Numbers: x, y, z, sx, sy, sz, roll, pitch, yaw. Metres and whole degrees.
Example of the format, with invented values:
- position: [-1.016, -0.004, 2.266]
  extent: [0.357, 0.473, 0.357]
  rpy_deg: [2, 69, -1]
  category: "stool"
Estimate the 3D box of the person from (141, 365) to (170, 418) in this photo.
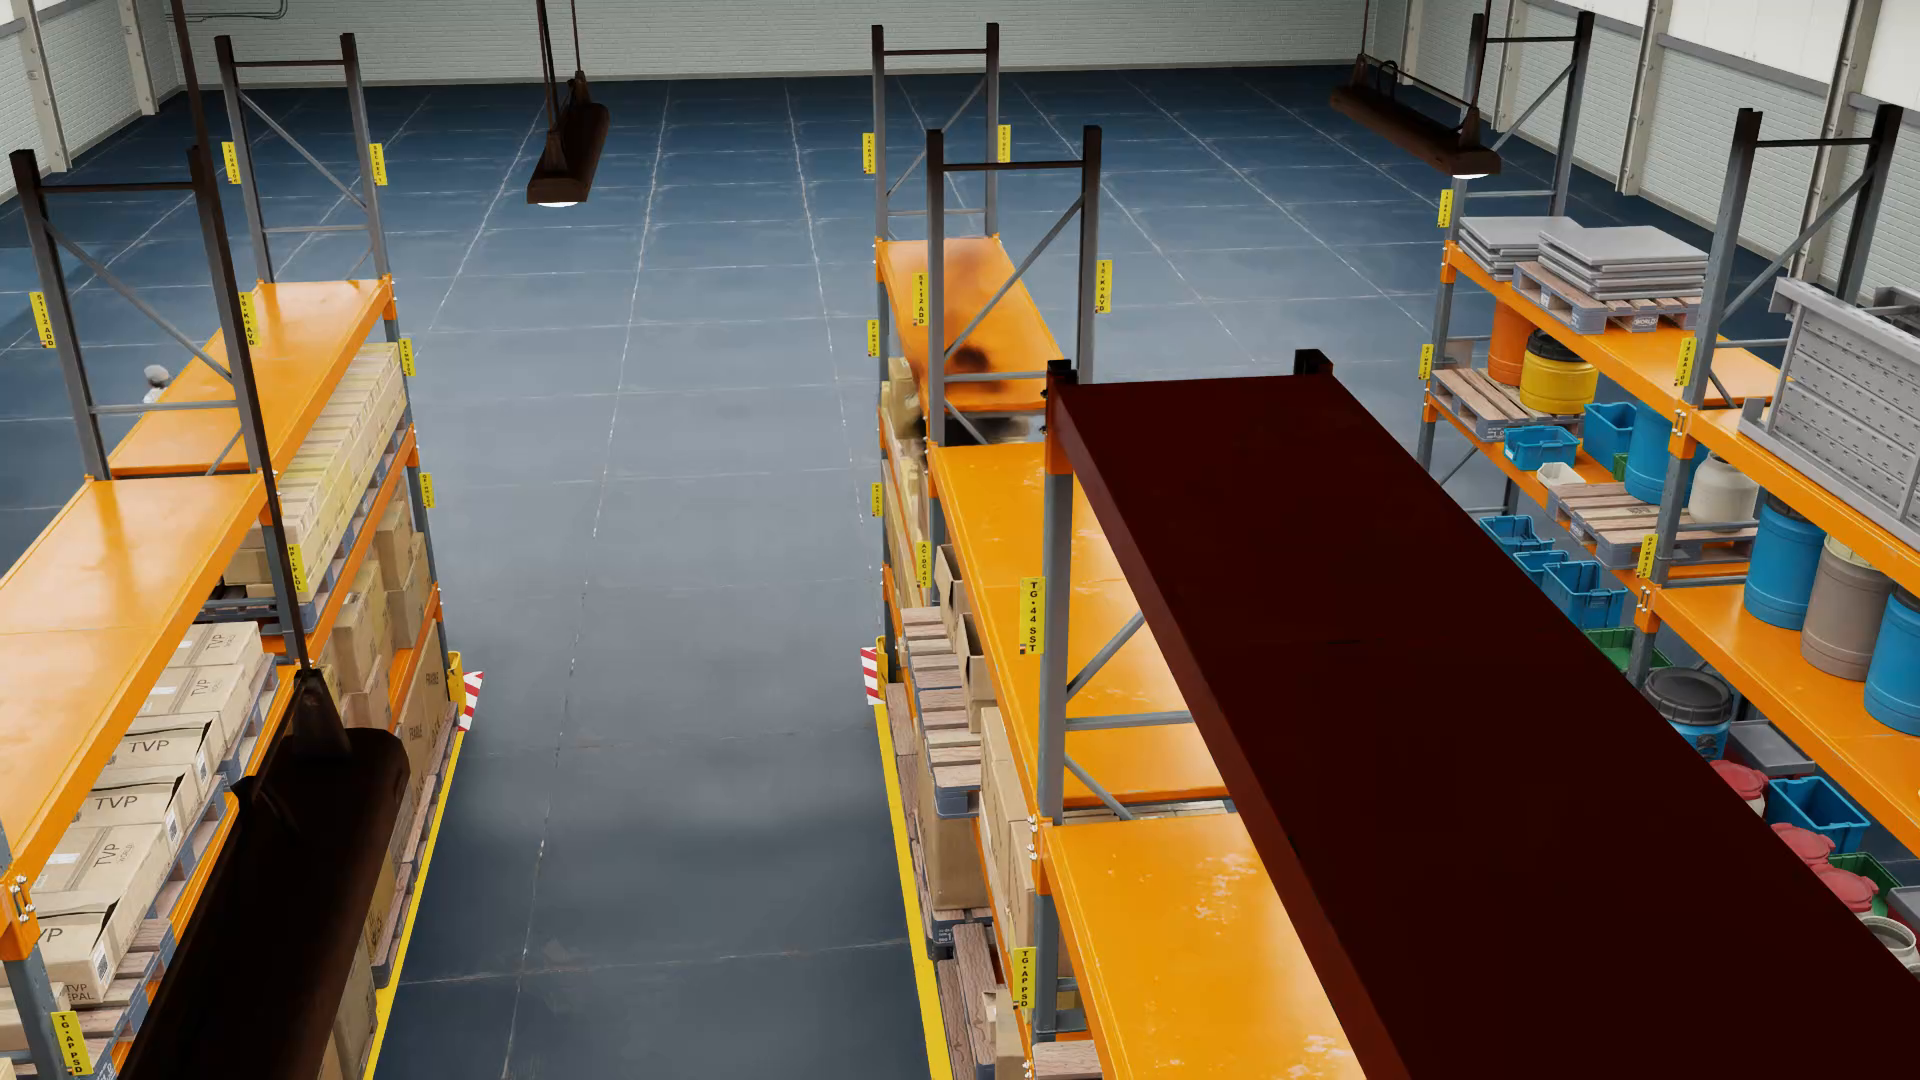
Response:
- position: [-9.140, -1.210, 19.083]
  extent: [0.562, 1.669, 0.671]
  rpy_deg: [17, 30, 31]
  category: "person"
